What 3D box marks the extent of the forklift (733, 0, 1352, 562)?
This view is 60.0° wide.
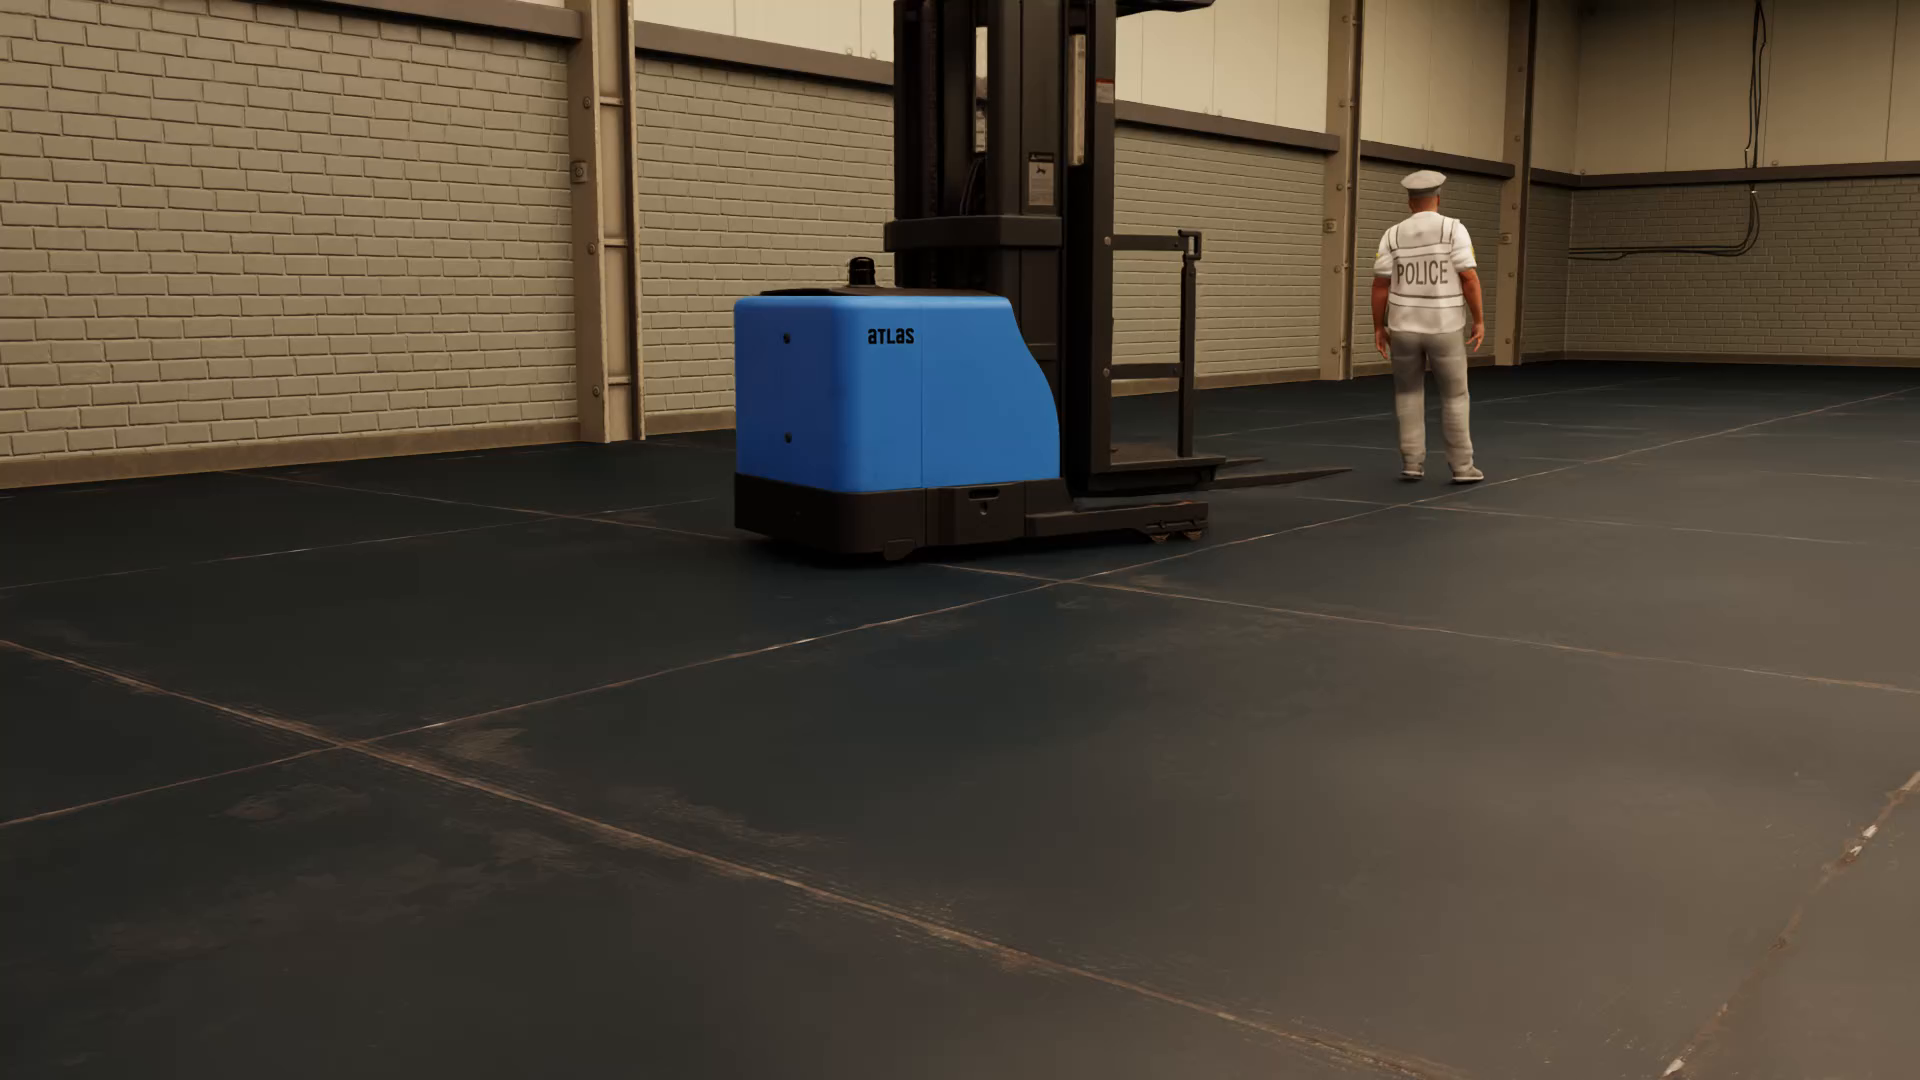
[{"bbox_3d":[0.514,-1.504,7.557,3.031,2.935,1.130,-6,10,-33],"label":"forklift"}]

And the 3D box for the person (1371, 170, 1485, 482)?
[{"bbox_3d":[2.714,-1.226,9.603,0.628,1.783,0.551,4,9,27],"label":"person"}]
